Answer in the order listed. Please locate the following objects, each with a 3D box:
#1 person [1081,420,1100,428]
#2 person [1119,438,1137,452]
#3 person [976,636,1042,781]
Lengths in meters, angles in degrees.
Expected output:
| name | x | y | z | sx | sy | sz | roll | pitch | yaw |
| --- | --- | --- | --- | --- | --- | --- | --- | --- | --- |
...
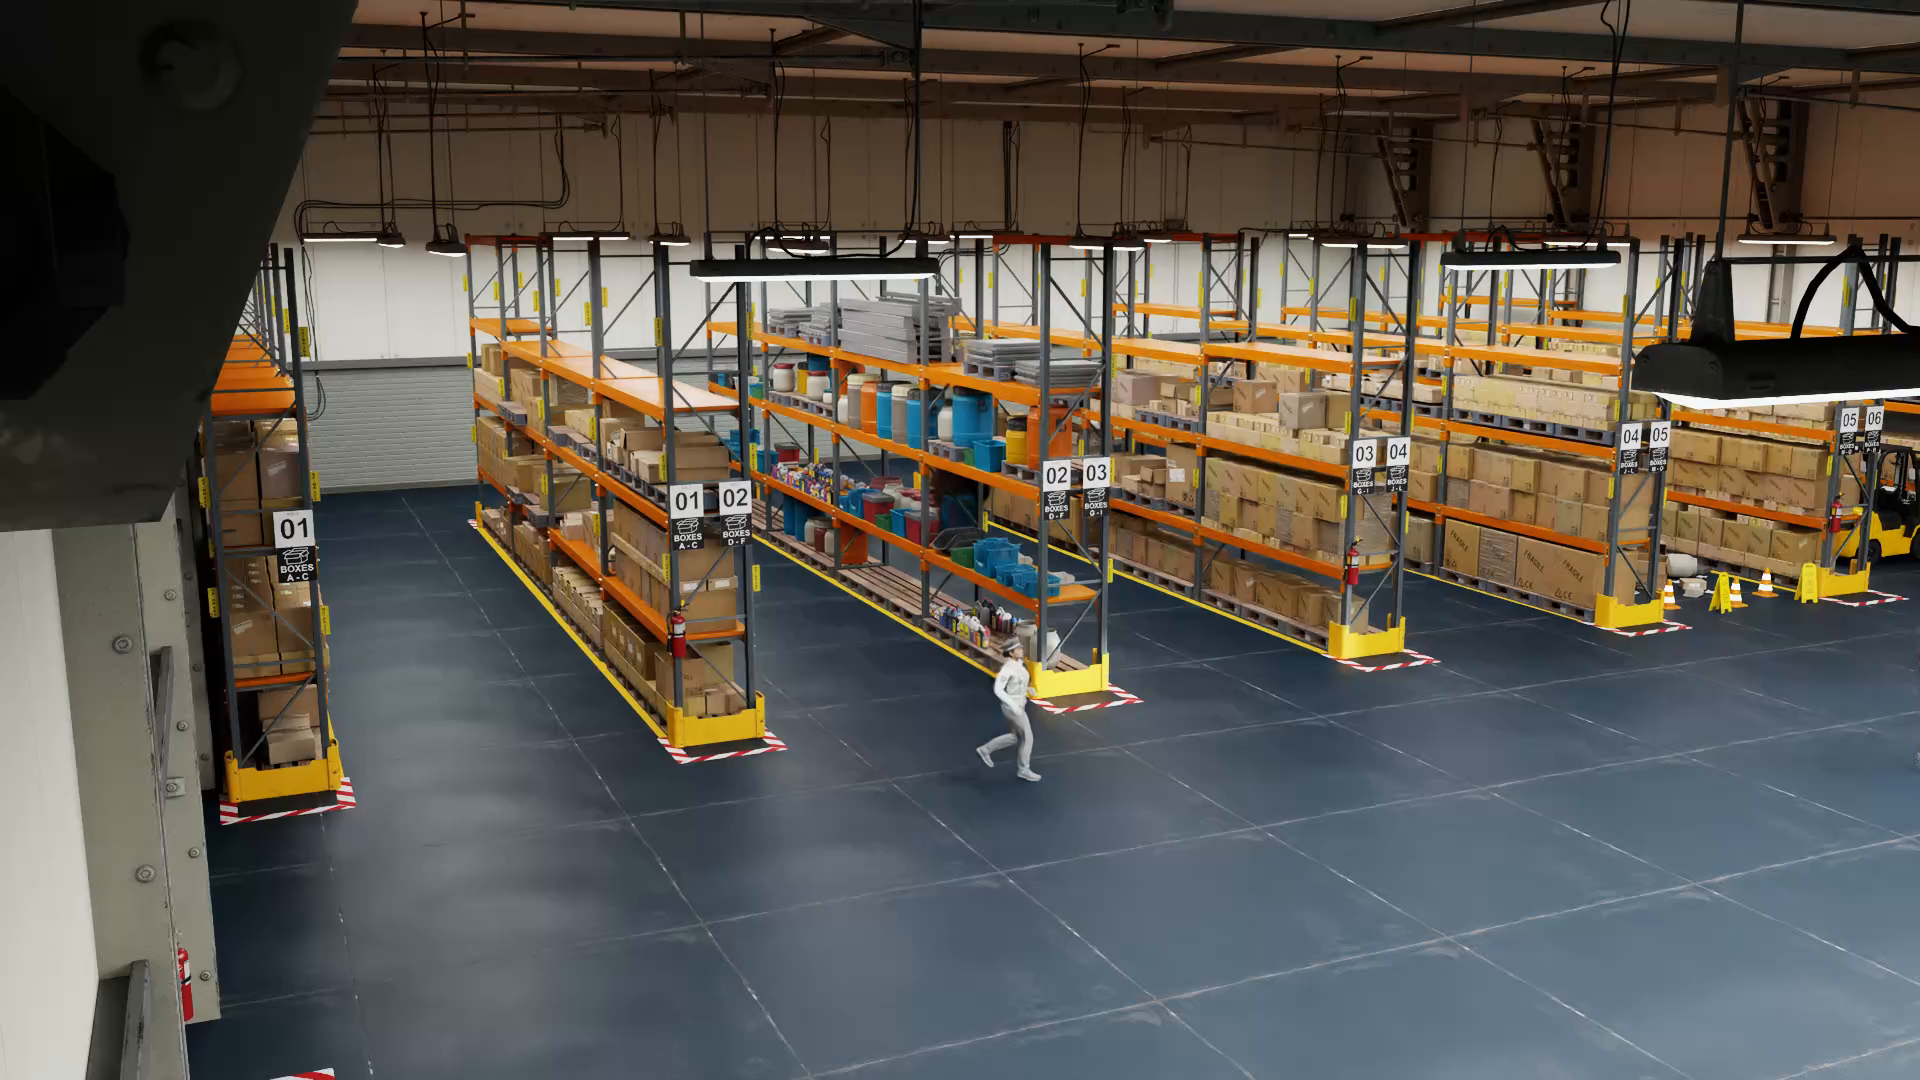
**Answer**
| name | x | y | z | sx | sy | sz | roll | pitch | yaw |
| --- | --- | --- | --- | --- | --- | --- | --- | --- | --- |
| person | 3.127 | -2.496 | 41.582 | 0.658 | 1.691 | 0.762 | -2 | 11 | -11 |
| person | 4.296 | -2.549 | 42.086 | 0.542 | 1.616 | 0.568 | -5 | 12 | -24 |
| person | 0.572 | 1.906 | 18.948 | 0.737 | 1.696 | 0.611 | 2 | 11 | 9 |
